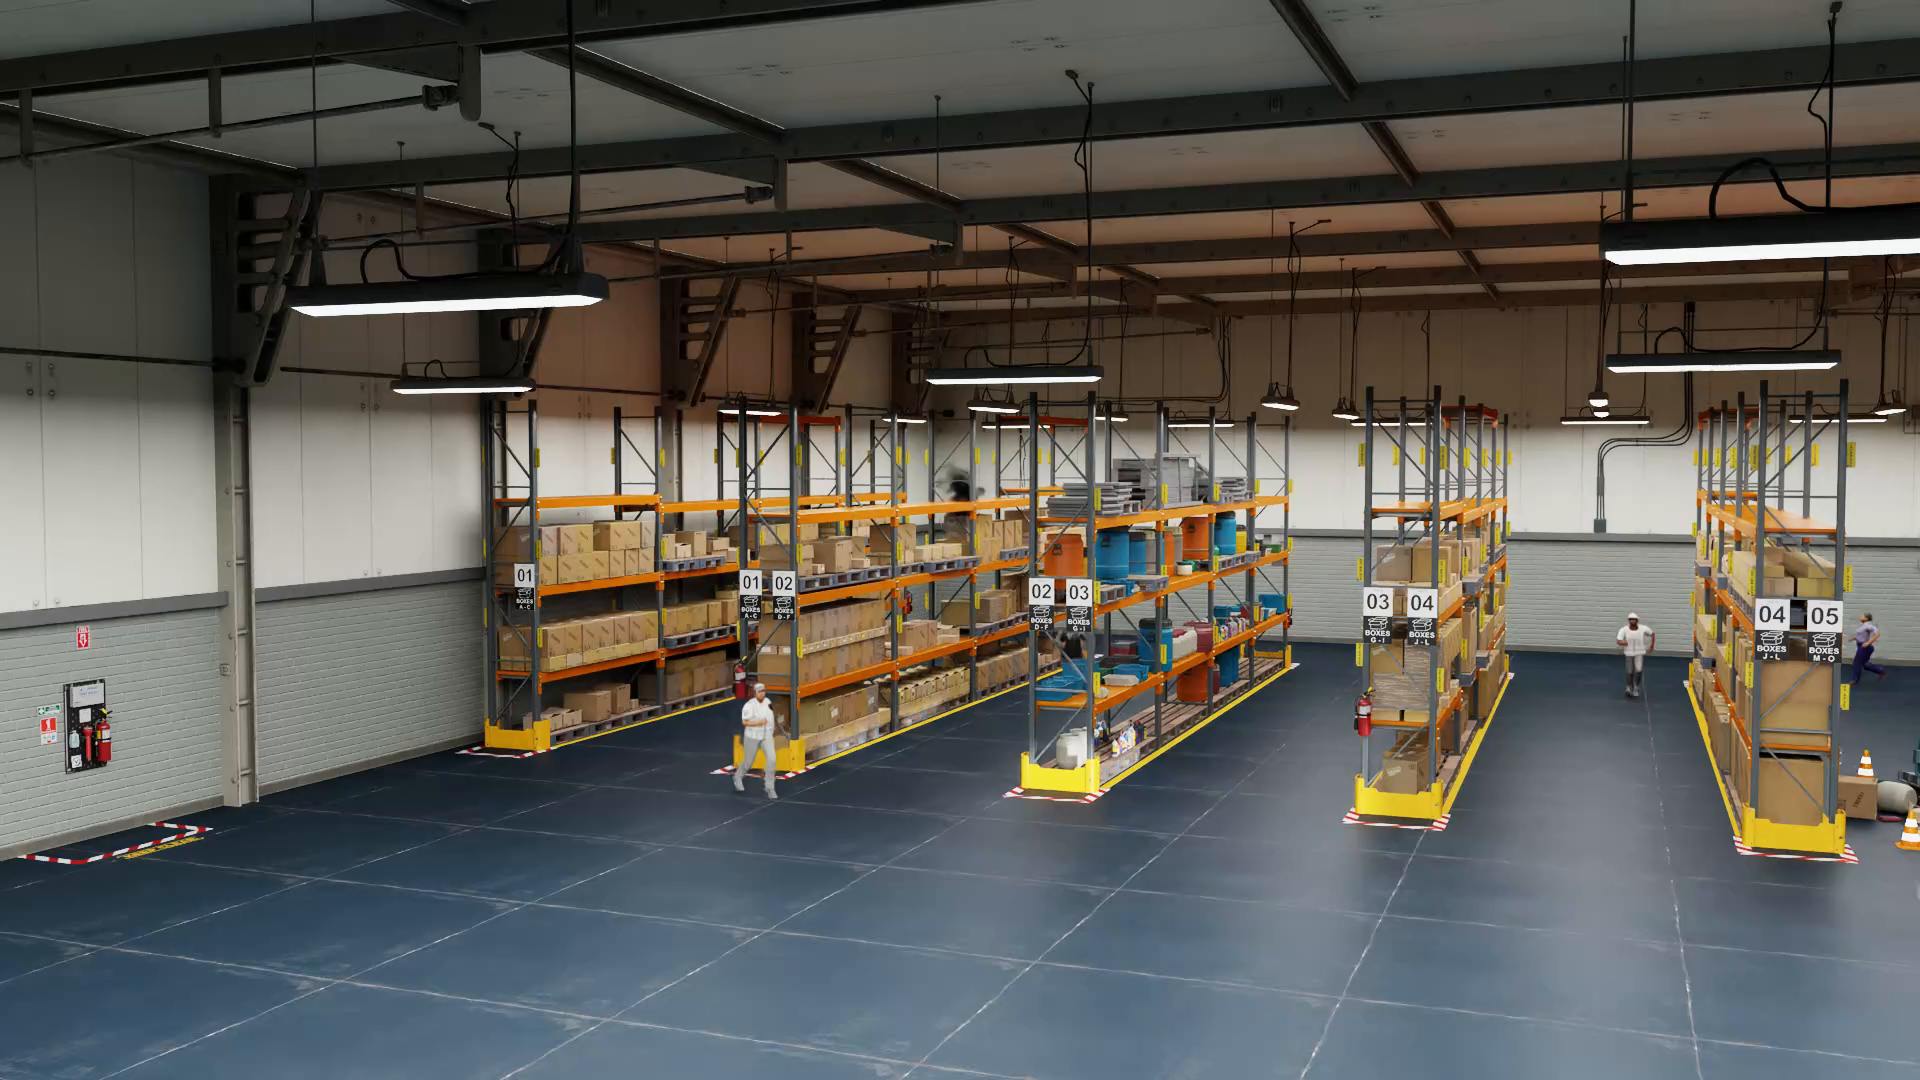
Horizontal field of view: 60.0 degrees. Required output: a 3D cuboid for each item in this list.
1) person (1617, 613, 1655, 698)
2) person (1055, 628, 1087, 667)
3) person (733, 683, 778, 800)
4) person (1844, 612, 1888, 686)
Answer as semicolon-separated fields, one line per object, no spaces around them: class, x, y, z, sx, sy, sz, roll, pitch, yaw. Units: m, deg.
person;14.112;2.407;34.757;0.711;1.772;0.869;1;3;27
person;2.266;2.462;34.085;0.627;1.784;0.771;1;3;18
person;-3.006;2.962;24.668;0.613;1.714;0.887;-2;3;-34
person;19.853;2.400;36.409;0.873;1.624;0.621;1;3;17
